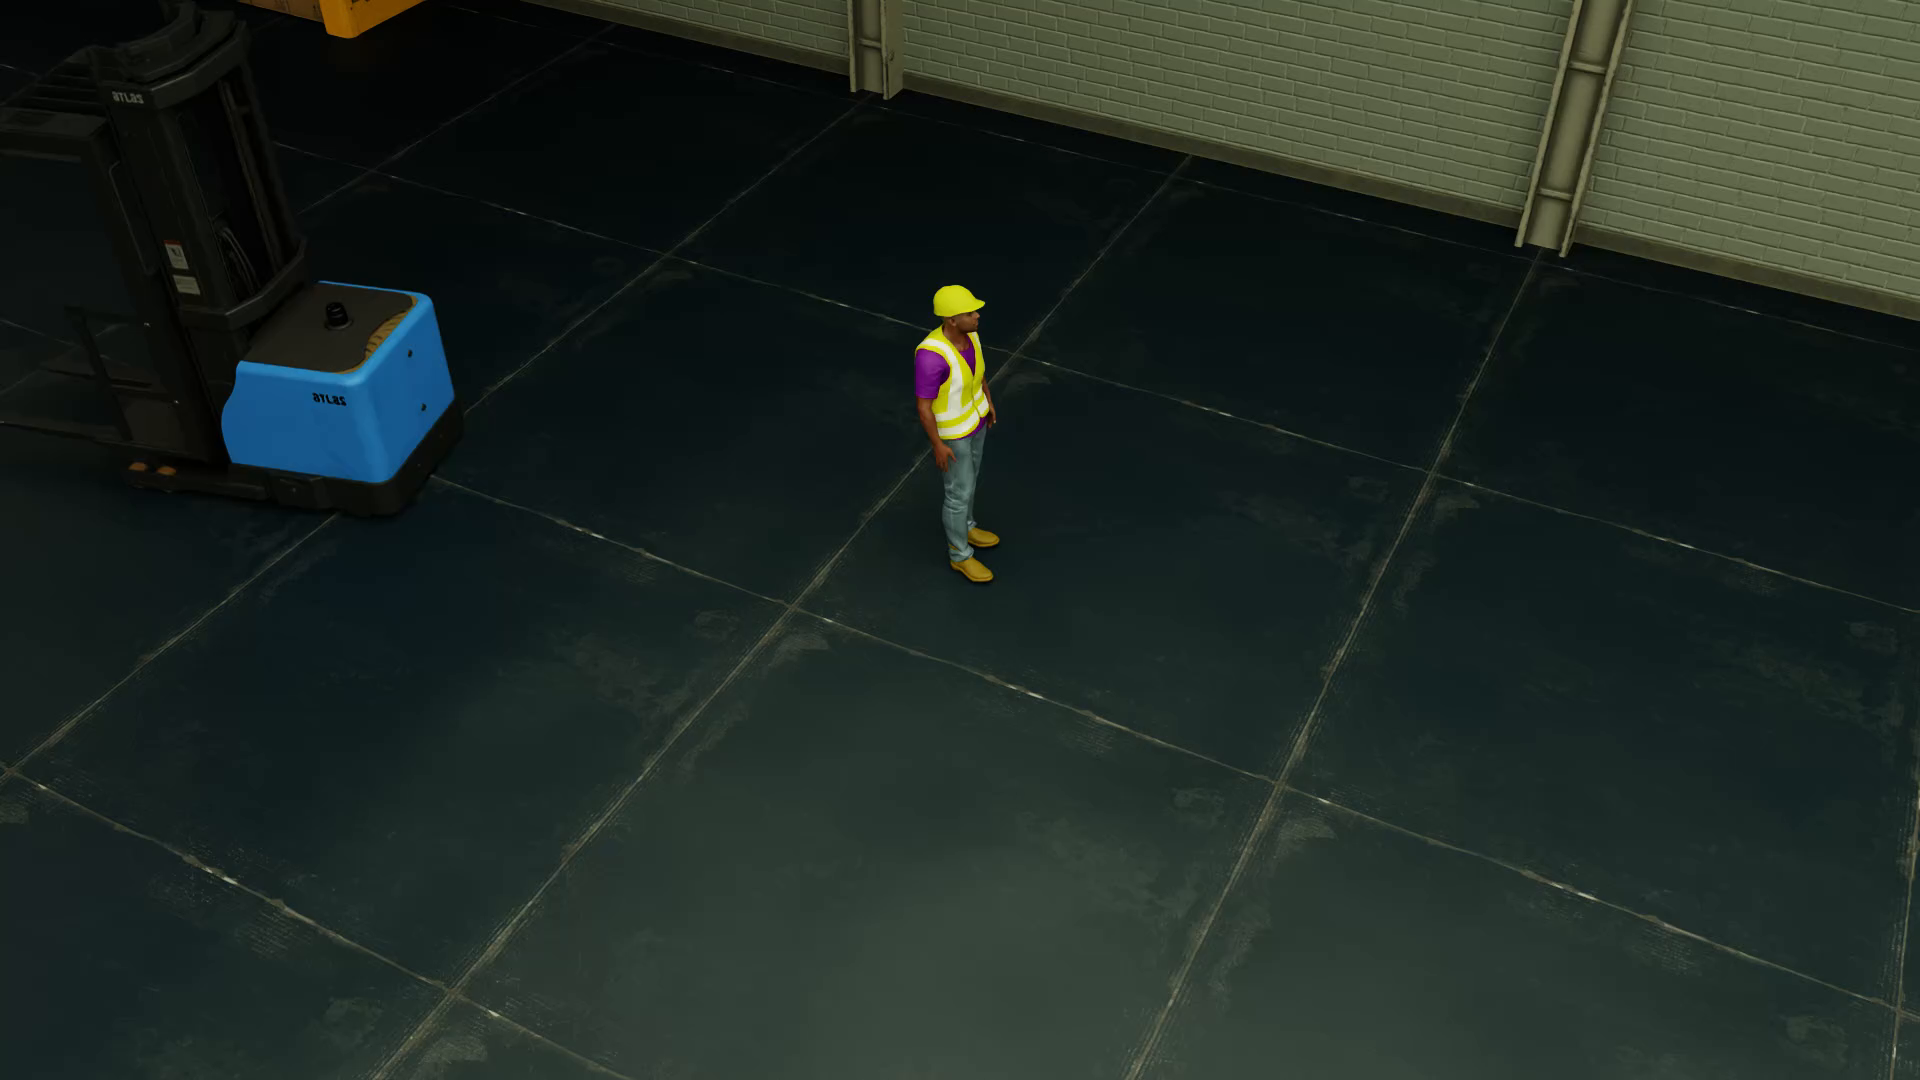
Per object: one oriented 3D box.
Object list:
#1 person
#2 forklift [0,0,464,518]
[{"bbox_3d":[0.058,-0.655,9.661,0.577,1.759,0.665,18,43,21],"label":"person"},{"bbox_3d":[-4.865,-1.750,10.064,3.031,2.935,1.130,8,41,10],"label":"forklift"}]
